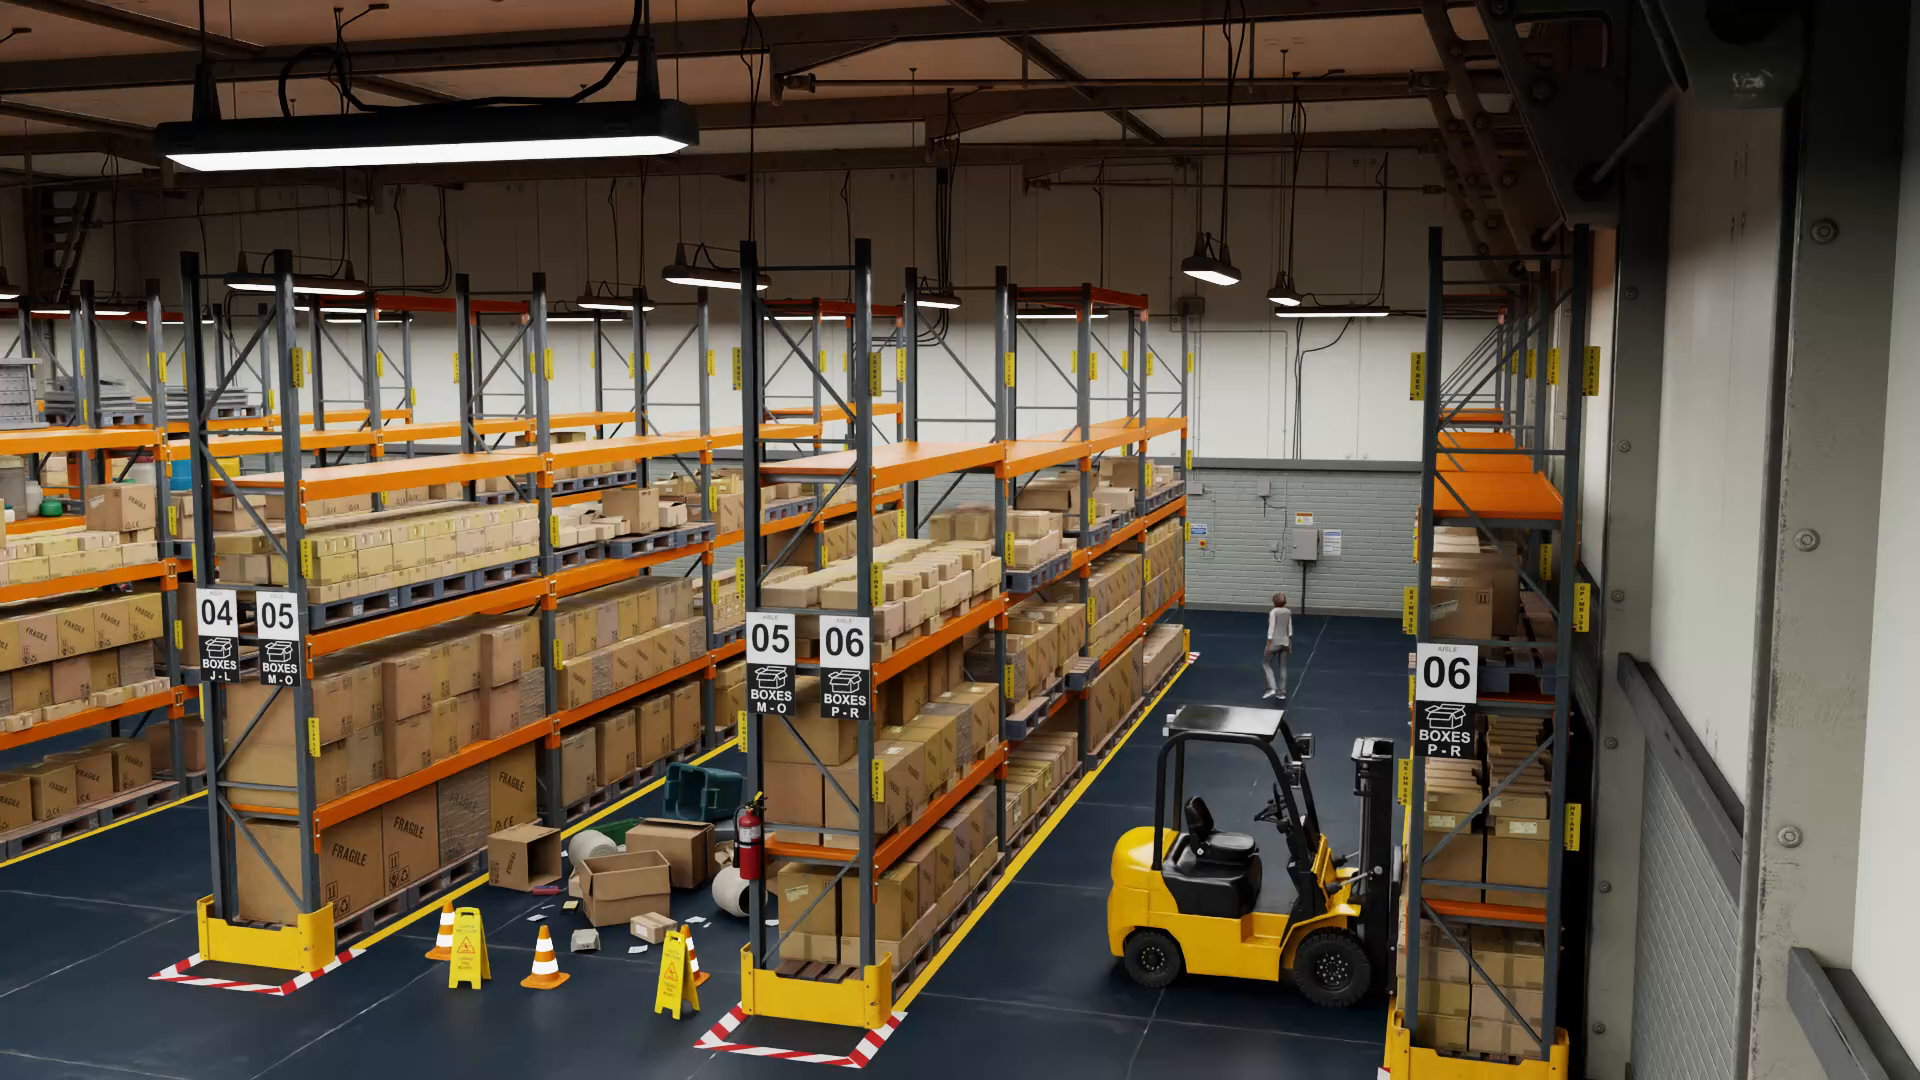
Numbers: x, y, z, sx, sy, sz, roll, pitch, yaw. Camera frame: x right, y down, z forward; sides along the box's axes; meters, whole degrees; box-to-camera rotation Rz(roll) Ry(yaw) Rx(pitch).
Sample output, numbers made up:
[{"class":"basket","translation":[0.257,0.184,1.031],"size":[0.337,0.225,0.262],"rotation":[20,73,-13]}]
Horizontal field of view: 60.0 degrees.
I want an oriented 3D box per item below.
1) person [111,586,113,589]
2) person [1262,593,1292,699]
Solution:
[{"class":"person","translation":[-15.340,1.056,29.679],"size":[0.397,1.553,0.888],"rotation":[1,6,8]},{"class":"person","translation":[4.781,1.592,24.944],"size":[0.446,1.612,0.372],"rotation":[-2,7,-21]}]
